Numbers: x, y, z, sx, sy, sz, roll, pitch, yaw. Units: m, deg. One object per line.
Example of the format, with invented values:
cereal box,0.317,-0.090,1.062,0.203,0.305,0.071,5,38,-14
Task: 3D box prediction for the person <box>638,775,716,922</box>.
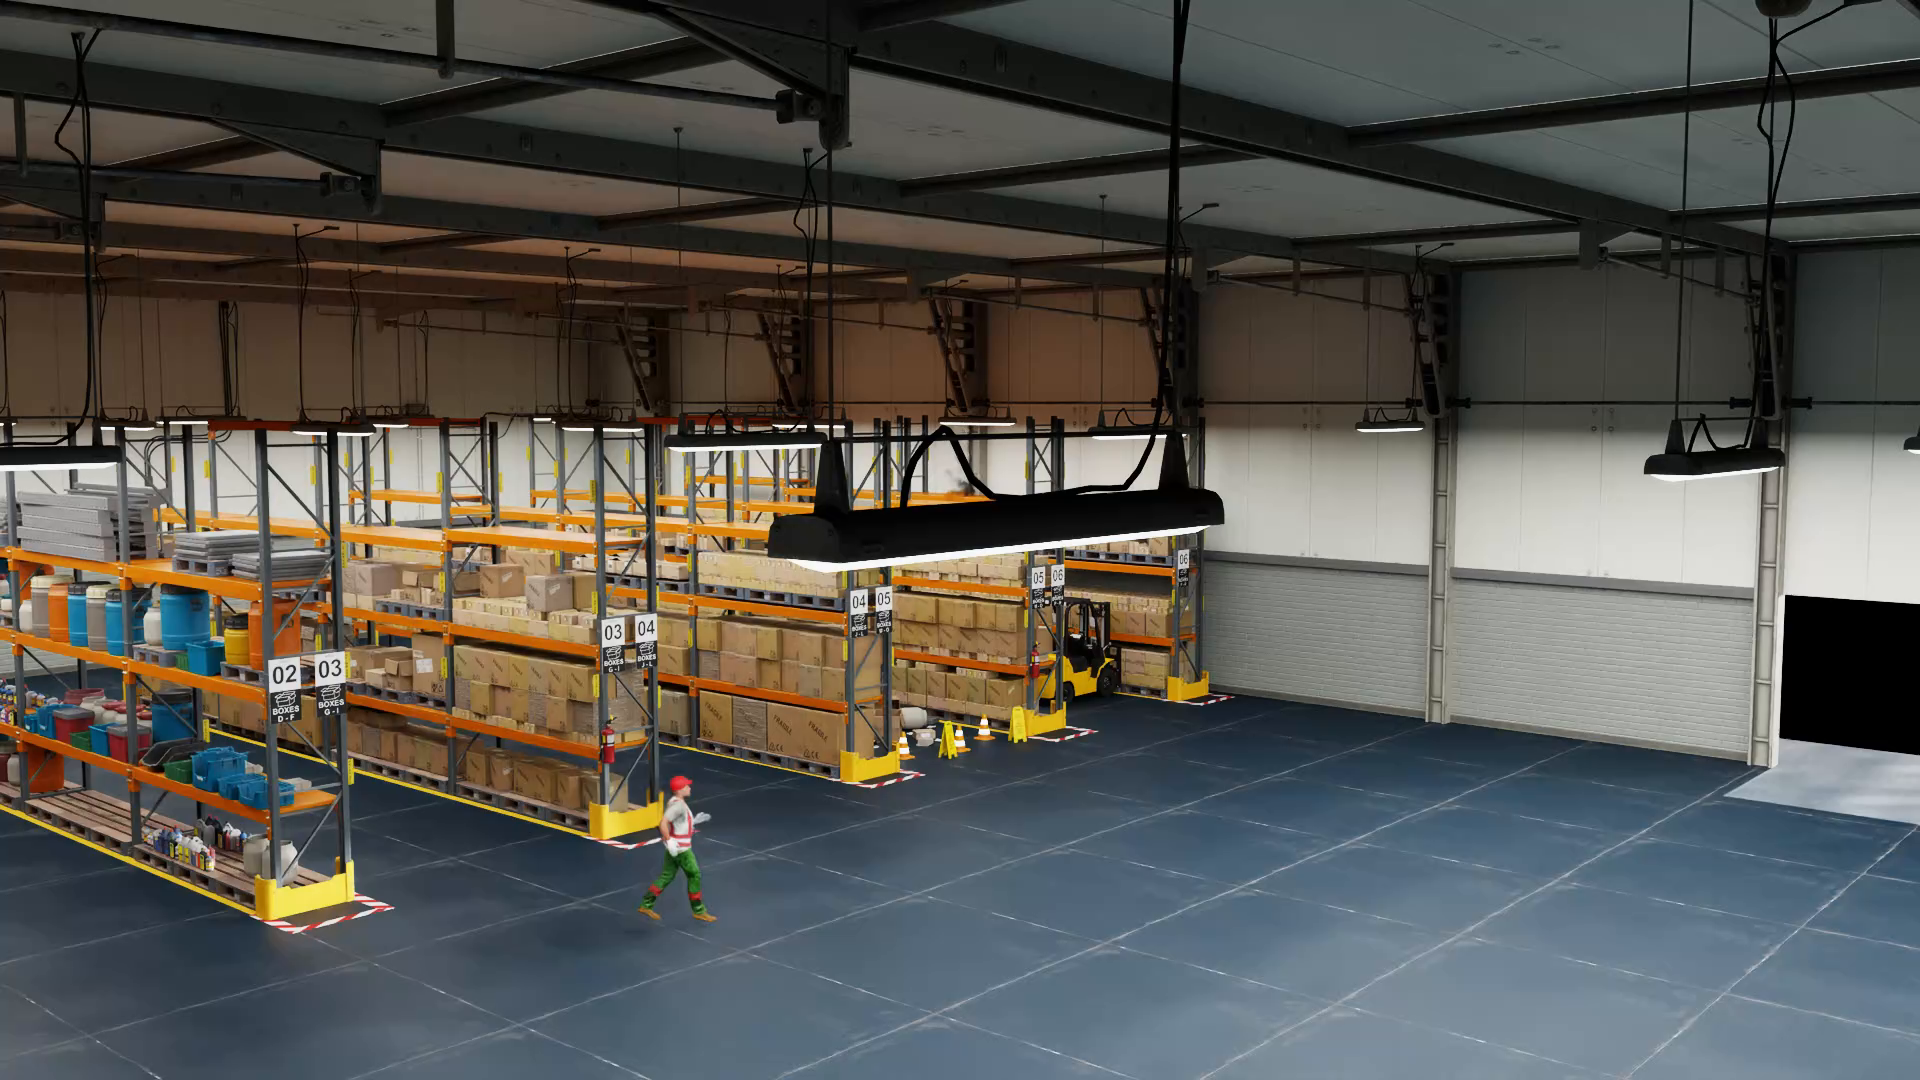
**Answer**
person,-3.423,3.742,20.065,0.942,1.812,0.655,-2,5,-21
